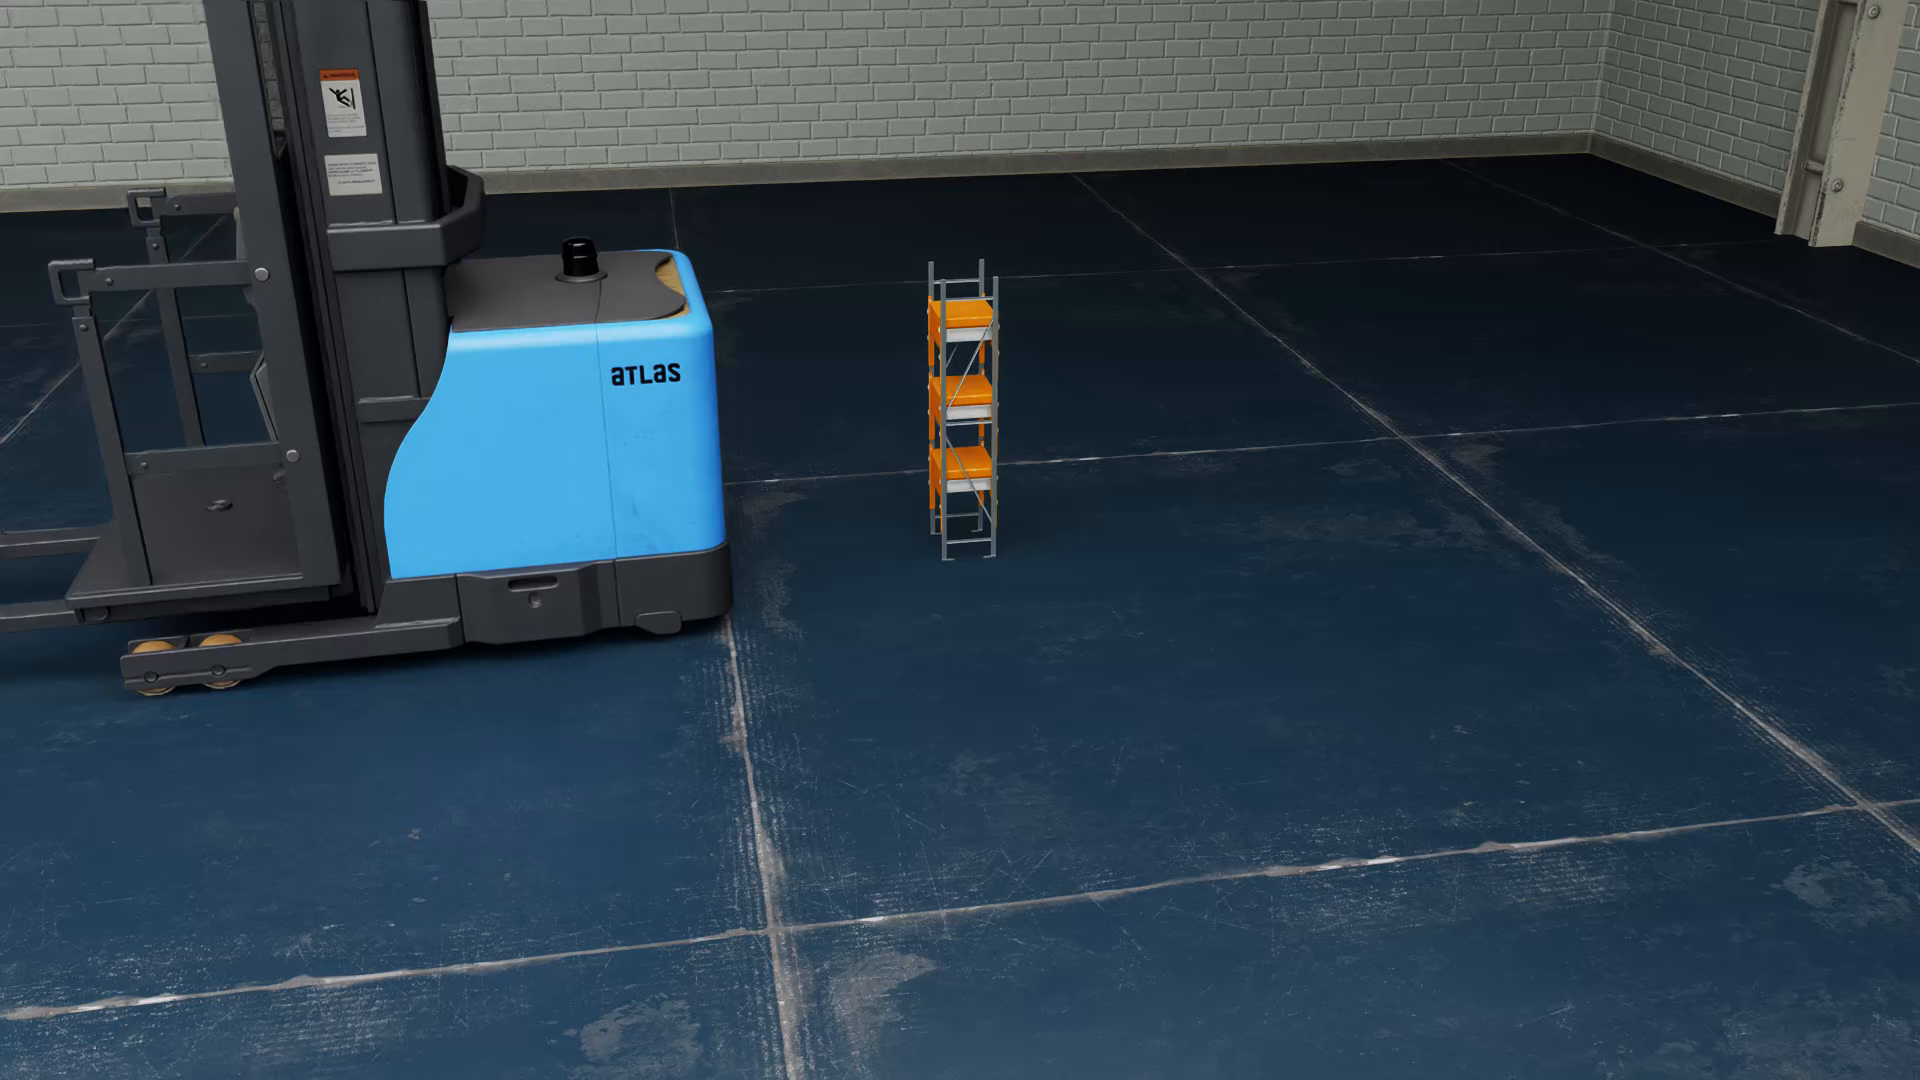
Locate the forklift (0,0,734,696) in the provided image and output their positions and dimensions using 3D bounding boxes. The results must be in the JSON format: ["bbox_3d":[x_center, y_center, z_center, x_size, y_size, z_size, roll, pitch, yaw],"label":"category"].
[{"bbox_3d":[-2.332,-1.094,5.092,3.031,2.935,1.130,-5,24,-12],"label":"forklift"}]

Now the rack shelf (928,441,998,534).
[{"bbox_3d":[0.010,-0.196,6.107,0.215,0.259,0.240,-4,24,-10],"label":"rack shelf"}]

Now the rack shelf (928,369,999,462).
[{"bbox_3d":[0.010,-0.450,5.996,0.215,0.259,0.240,-4,24,-10],"label":"rack shelf"}]

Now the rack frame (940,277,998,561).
[{"bbox_3d":[0.032,-0.412,5.882,0.200,1.050,0.008,-4,24,-10],"label":"rack frame"}]

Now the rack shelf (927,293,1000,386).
[{"bbox_3d":[0.010,-0.710,5.882,0.215,0.259,0.240,-4,24,-10],"label":"rack shelf"}]

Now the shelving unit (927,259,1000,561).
[{"bbox_3d":[0.010,-0.460,5.992,0.215,1.050,0.252,-4,24,-10],"label":"shelving unit"}]

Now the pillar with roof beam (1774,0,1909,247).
[{"bbox_3d":[1.259,-5.742,8.153,9.100,9.000,0.400,-4,24,-10],"label":"pillar with roof beam"}]

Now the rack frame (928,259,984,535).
[{"bbox_3d":[-0.013,-0.508,6.102,0.200,1.050,0.008,-4,24,-10],"label":"rack frame"}]
